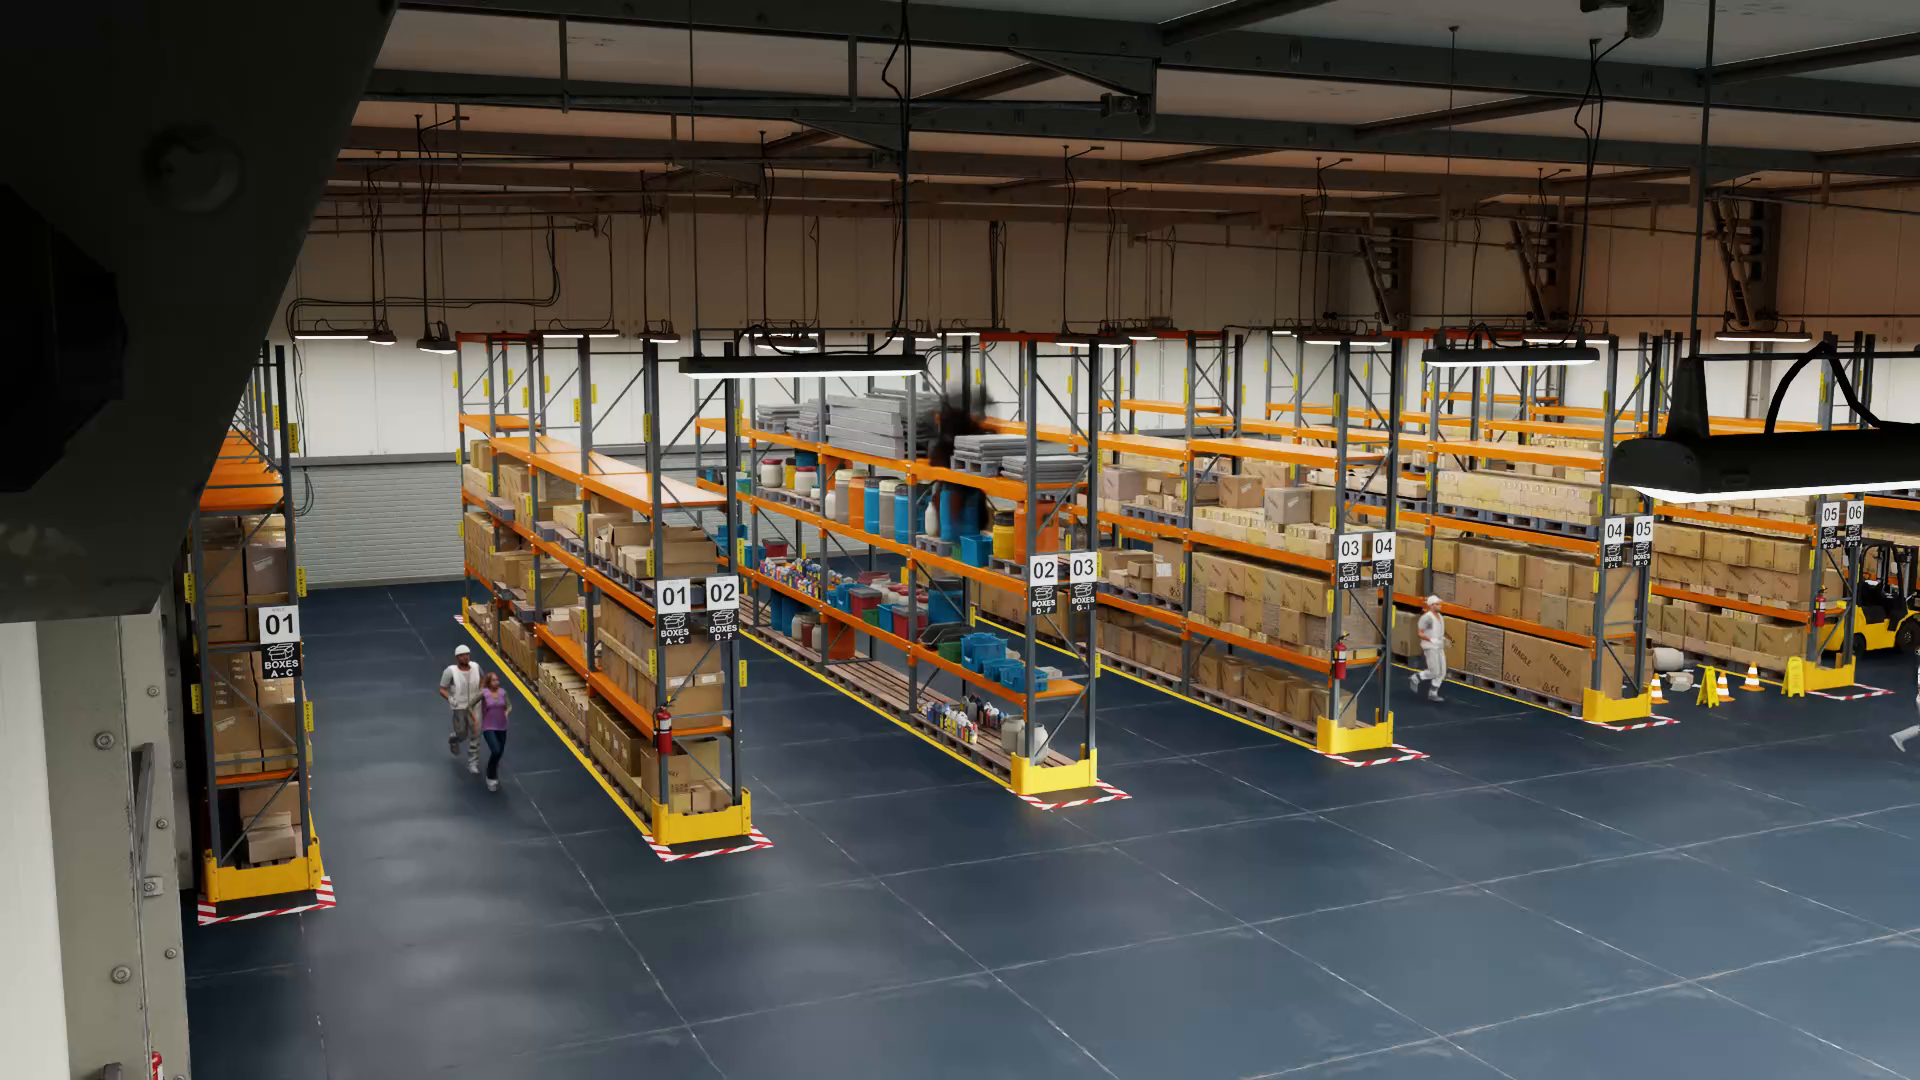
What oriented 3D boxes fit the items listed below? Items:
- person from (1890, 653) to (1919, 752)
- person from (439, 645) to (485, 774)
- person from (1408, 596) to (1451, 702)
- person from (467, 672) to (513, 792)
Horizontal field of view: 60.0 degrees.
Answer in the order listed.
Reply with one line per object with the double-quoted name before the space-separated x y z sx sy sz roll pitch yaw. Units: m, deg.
"person" 13.742 2.328 23.624 0.786 1.666 0.569 3 8 20
"person" -6.935 2.340 23.294 0.681 1.772 0.849 -5 9 -34
"person" 7.757 1.778 27.418 0.655 1.743 0.652 -8 11 -44
"person" -6.226 2.555 22.216 0.510 1.607 0.676 -7 11 -43
